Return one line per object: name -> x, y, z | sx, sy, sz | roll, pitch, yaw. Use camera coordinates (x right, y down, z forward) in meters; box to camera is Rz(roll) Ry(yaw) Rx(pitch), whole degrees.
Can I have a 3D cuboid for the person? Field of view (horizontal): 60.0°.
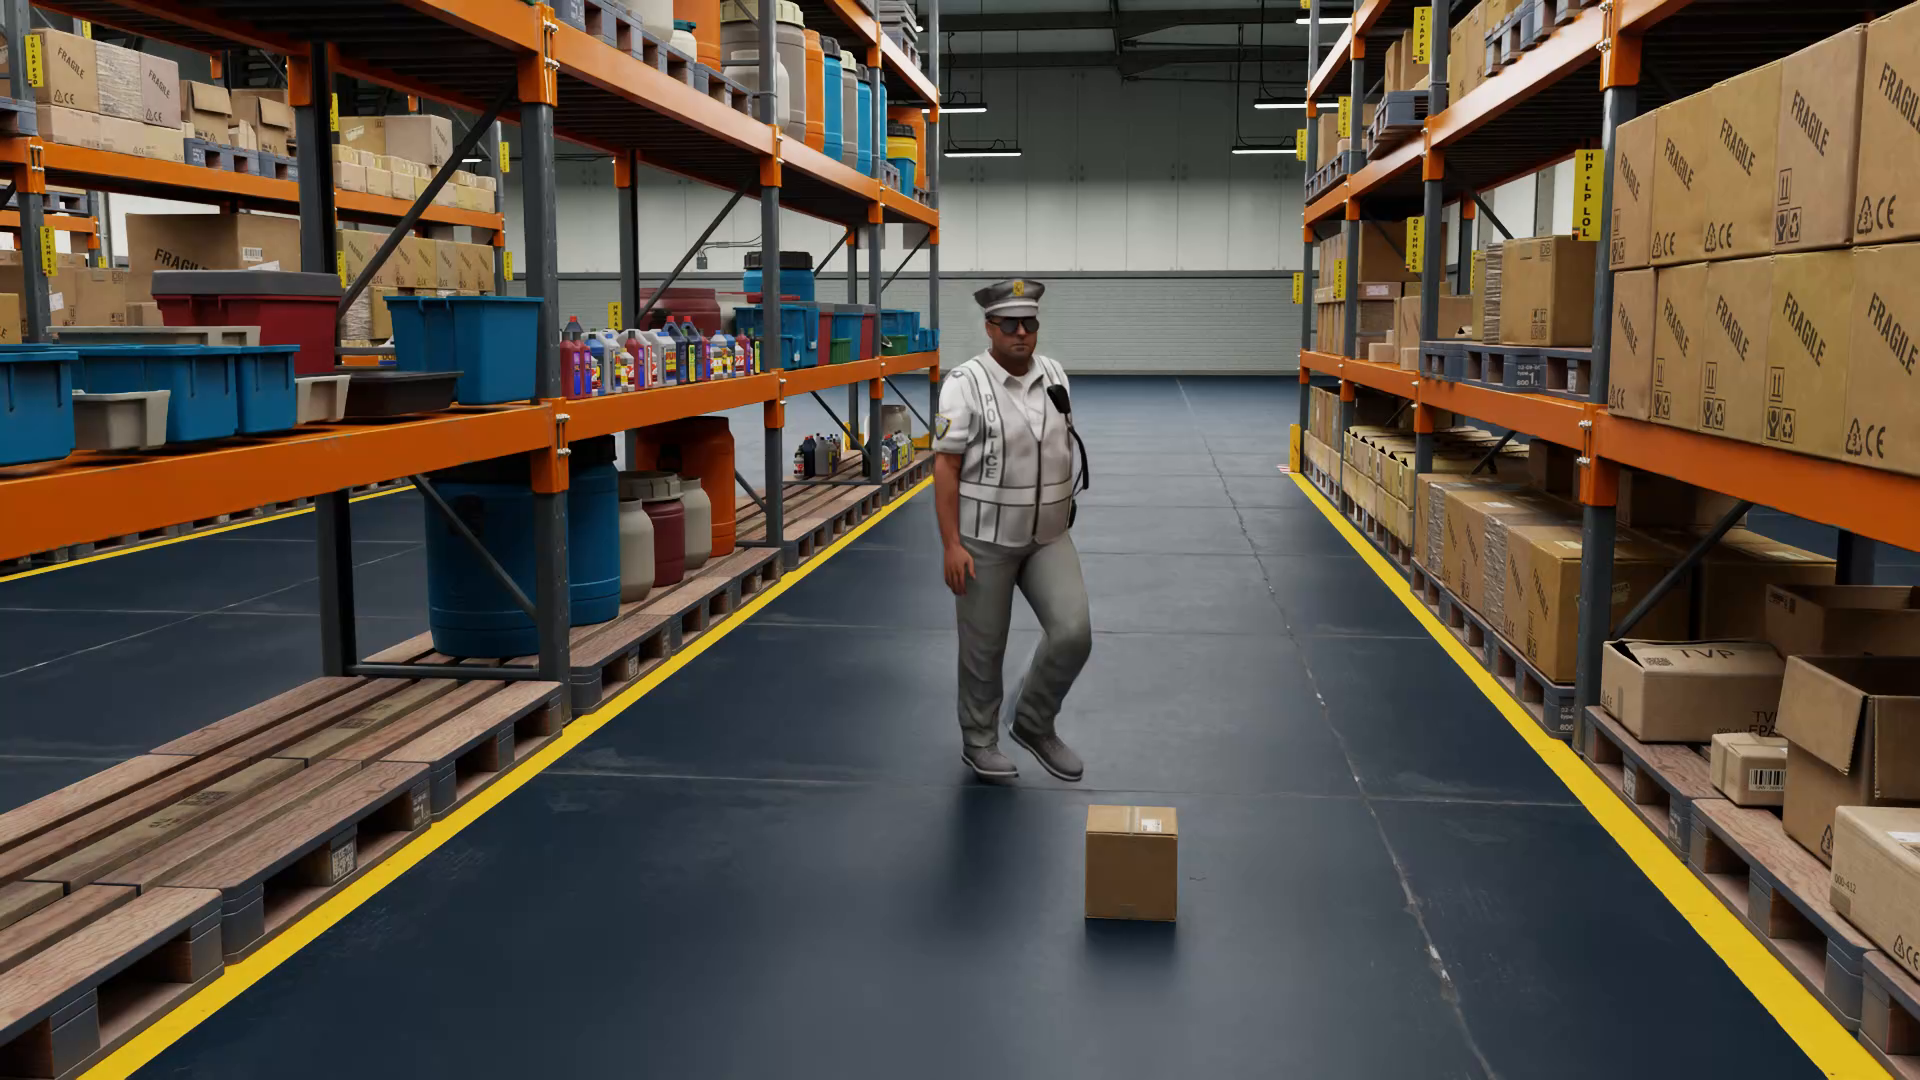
person -> 0.160, -0.017, 5.776 | 0.571, 1.758, 0.519 | -3, 8, -25
